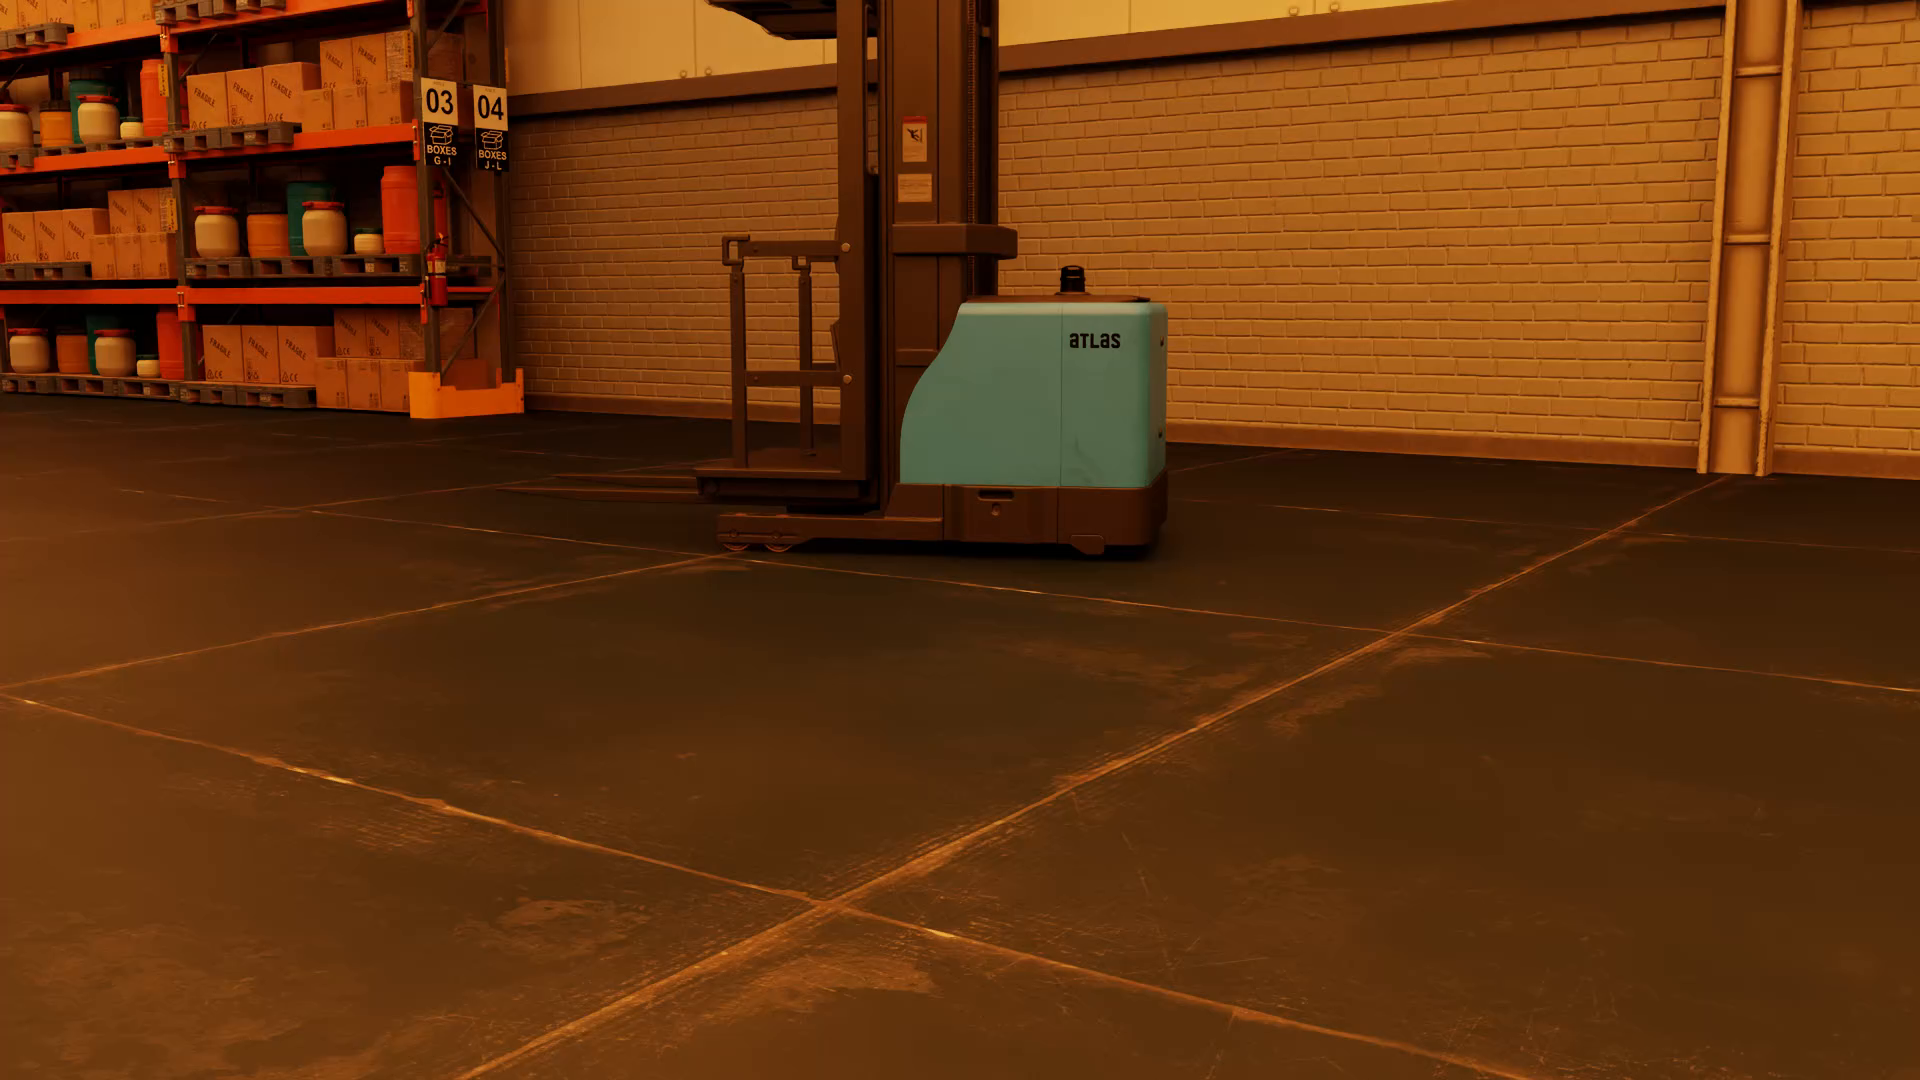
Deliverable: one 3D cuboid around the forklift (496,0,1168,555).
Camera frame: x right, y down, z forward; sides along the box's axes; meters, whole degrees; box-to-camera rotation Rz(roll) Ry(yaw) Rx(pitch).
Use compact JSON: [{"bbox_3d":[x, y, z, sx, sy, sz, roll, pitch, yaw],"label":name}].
[{"bbox_3d":[-0.596,-1.469,7.520,3.031,2.935,1.130,2,8,12],"label":"forklift"}]
